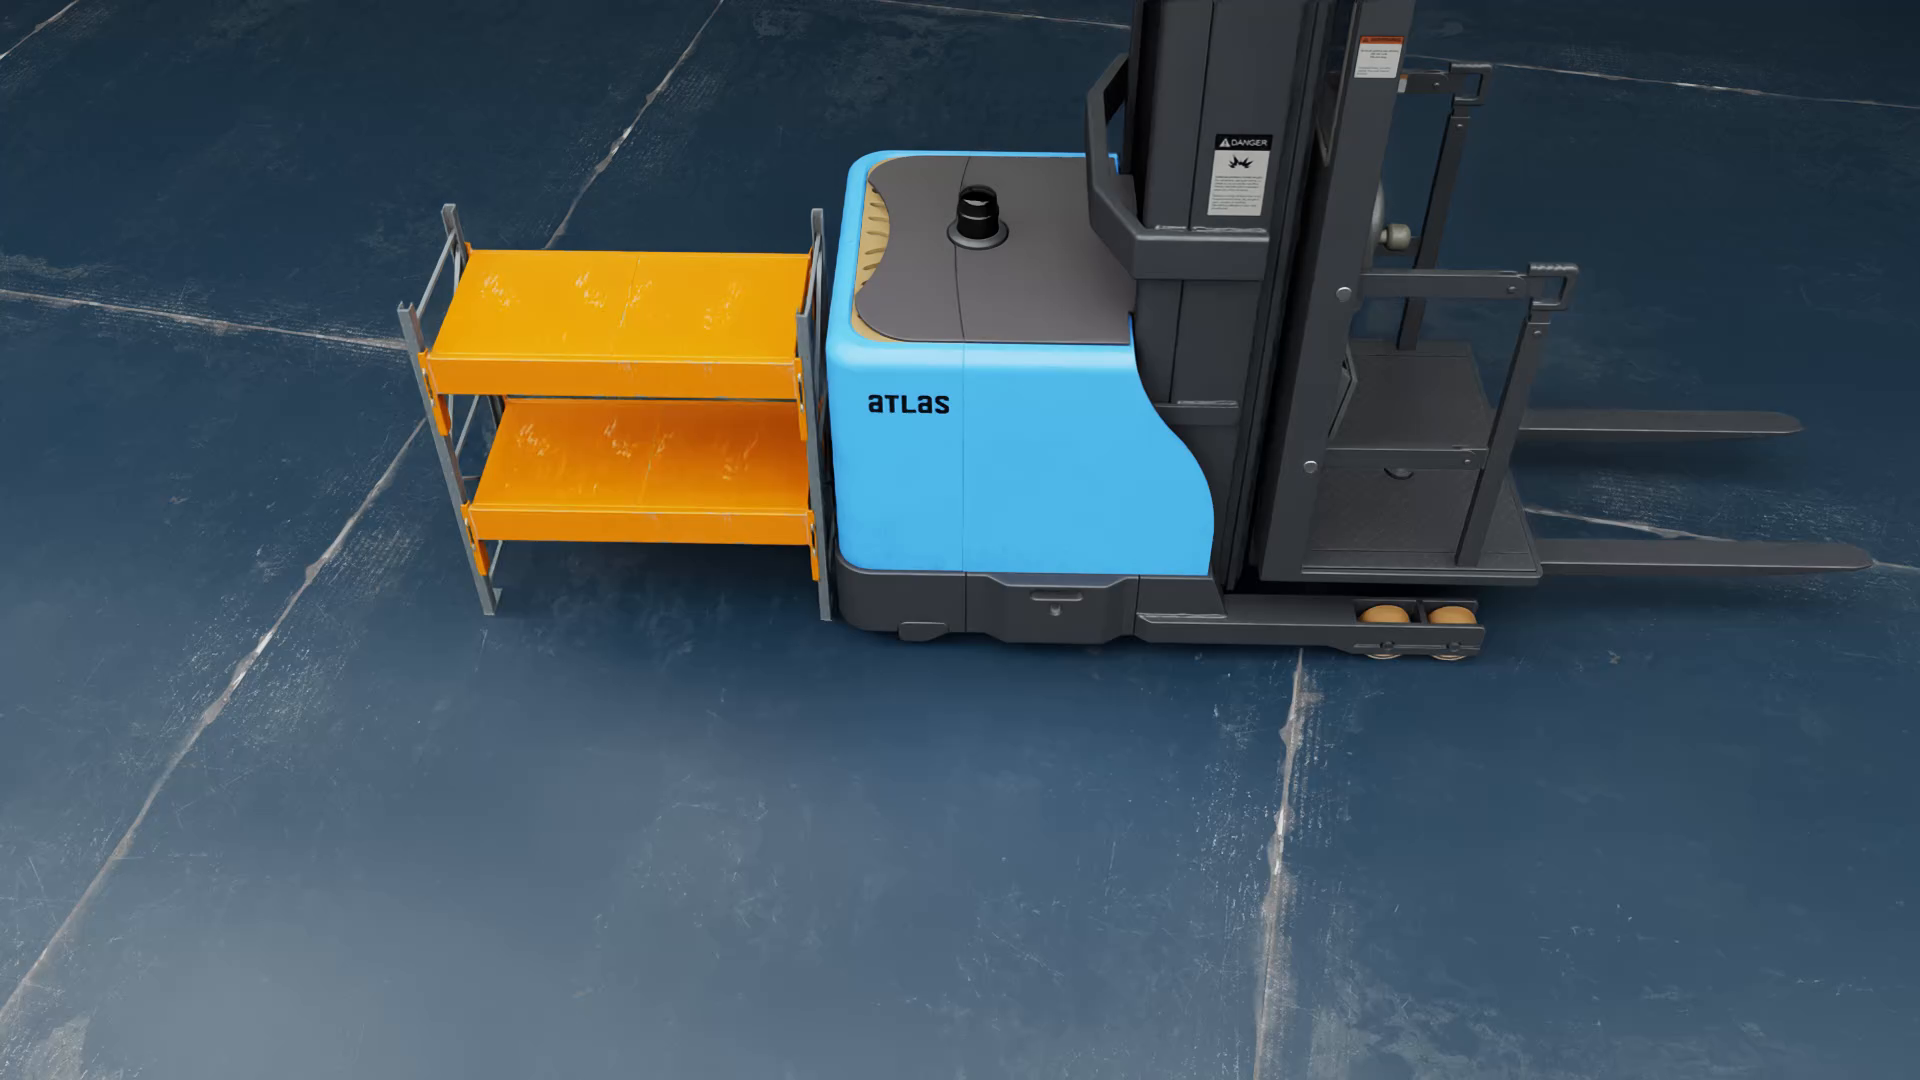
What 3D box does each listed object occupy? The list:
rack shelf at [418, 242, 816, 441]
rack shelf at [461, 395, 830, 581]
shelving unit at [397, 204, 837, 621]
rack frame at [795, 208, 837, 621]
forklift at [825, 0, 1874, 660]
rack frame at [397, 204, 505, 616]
[{"bbox_3d":[-0.905,-0.553,4.592,1.000,0.278,0.538,1,44,1],"label":"rack shelf"},{"bbox_3d":[-0.905,-0.166,4.964,1.000,0.278,0.538,1,44,1],"label":"rack shelf"},{"bbox_3d":[-0.905,-0.343,4.795,1.048,1.125,0.538,1,44,1],"label":"shelving unit"},{"bbox_3d":[-0.397,-0.335,4.787,0.032,1.125,0.500,1,44,1],"label":"rack frame"},{"bbox_3d":[1.164,-1.079,4.257,3.031,2.935,1.130,1,44,1],"label":"forklift"},{"bbox_3d":[-1.413,-0.350,4.803,0.032,1.125,0.500,1,44,1],"label":"rack frame"}]
